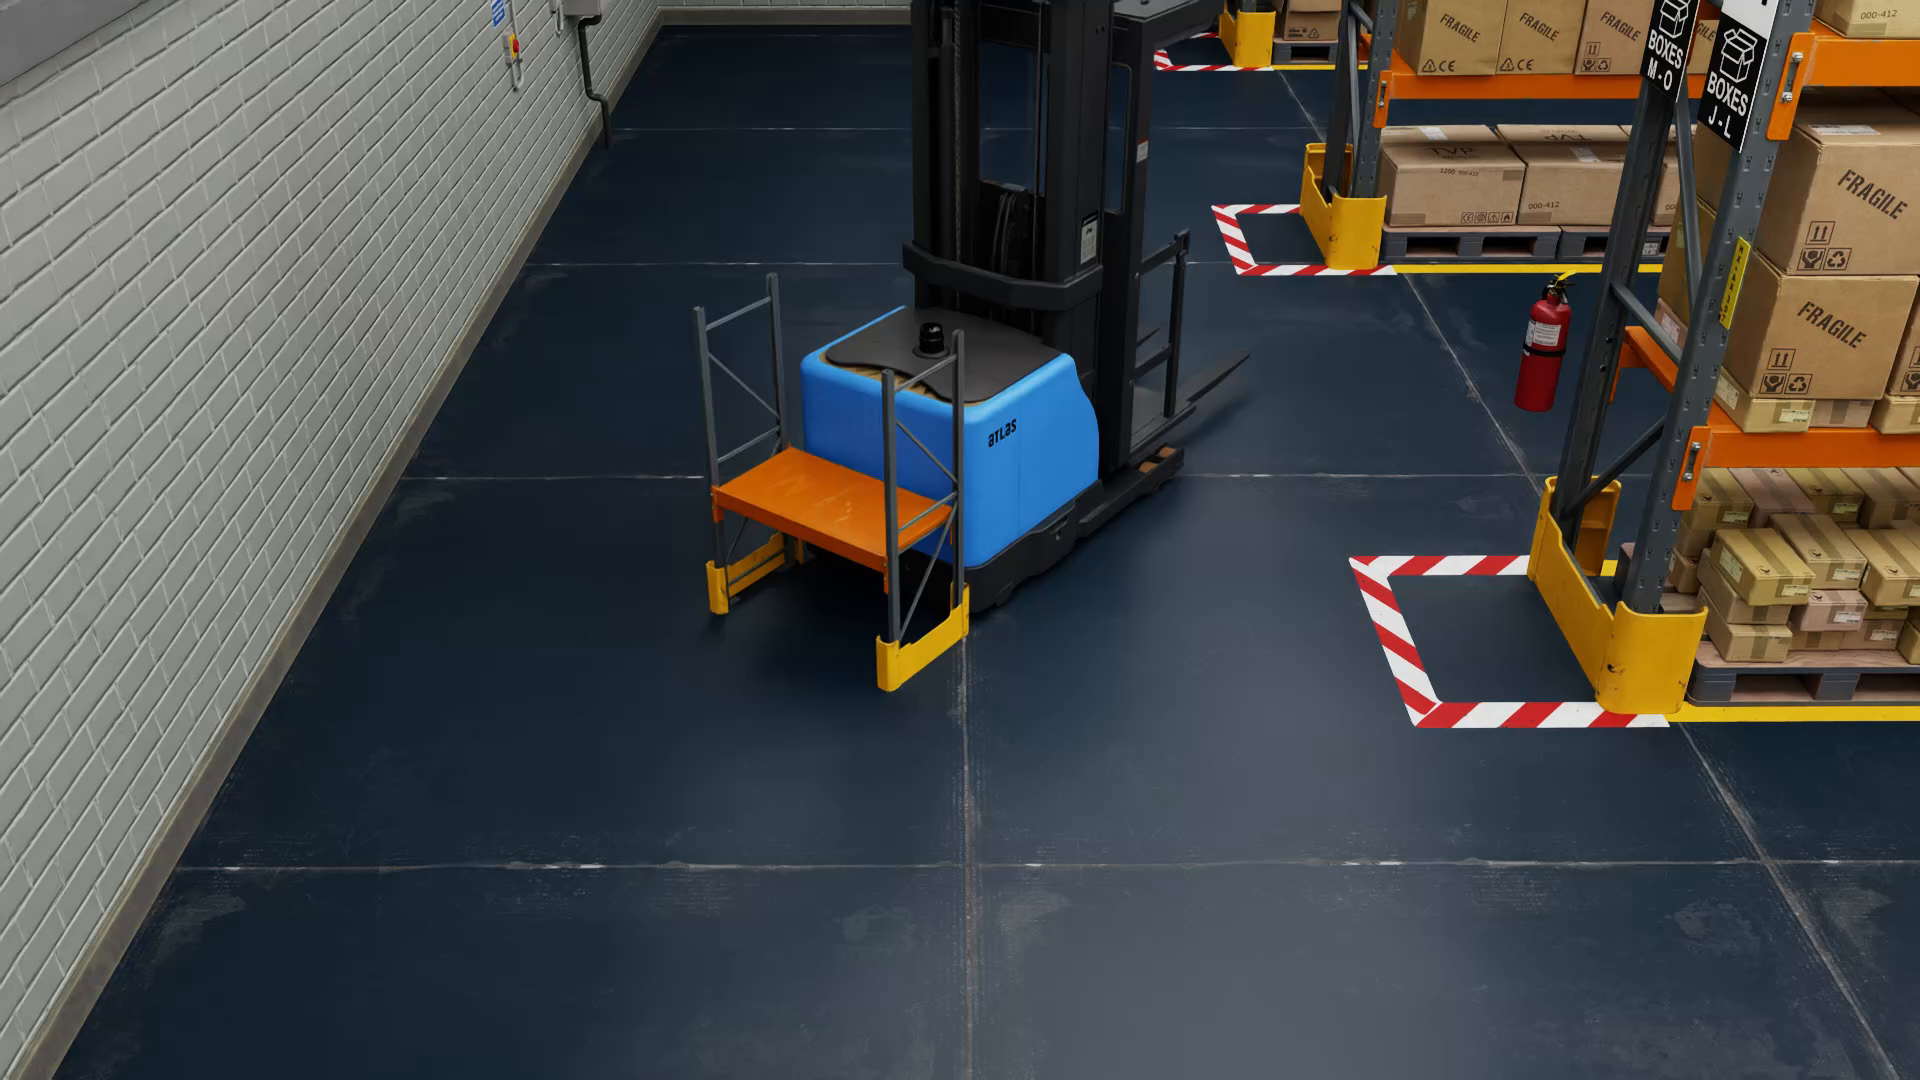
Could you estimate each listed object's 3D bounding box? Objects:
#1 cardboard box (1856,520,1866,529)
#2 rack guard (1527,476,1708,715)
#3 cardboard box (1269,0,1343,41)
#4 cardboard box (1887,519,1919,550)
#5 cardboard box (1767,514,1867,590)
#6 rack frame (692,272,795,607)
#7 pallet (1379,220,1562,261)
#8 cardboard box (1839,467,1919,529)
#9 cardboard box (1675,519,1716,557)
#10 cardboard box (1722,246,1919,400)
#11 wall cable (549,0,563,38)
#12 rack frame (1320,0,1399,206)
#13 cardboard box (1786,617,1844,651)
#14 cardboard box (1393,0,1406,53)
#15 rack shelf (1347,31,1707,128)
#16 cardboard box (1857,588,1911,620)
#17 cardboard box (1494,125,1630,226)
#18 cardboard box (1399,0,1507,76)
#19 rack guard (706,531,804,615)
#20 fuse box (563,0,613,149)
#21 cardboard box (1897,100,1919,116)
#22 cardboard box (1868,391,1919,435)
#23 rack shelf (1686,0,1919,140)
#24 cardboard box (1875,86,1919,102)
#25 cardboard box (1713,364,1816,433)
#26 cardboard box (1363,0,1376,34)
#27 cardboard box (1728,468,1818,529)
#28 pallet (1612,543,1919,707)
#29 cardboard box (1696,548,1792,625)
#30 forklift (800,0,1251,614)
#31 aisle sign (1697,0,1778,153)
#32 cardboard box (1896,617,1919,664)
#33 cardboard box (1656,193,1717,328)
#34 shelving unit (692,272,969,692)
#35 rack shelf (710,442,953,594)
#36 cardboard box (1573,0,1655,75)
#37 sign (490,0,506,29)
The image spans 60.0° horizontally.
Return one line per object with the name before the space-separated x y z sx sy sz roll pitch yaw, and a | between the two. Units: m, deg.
cardboard box | 4.135 -0.036 7.475 0.250 0.149 0.380 -1 31 -1
rack guard | 2.895 0.220 7.406 0.348 0.500 1.175 0 31 0
cardboard box | 3.267 -5.056 15.693 0.637 0.503 0.797 -1 31 -2
cardboard box | 4.121 0.070 7.013 0.250 0.149 0.380 -2 31 -3
cardboard box | 3.620 0.048 7.050 0.250 0.149 0.380 0 31 1
rack frame | -0.959 -0.424 7.503 0.032 1.500 0.500 21 37 31
pallet | 3.488 -2.267 11.783 1.213 0.211 1.003 0 31 0
cardboard box | 4.116 -0.202 7.462 0.250 0.149 0.380 -1 31 -2
cardboard box | 3.346 -0.086 7.557 0.250 0.149 0.380 -1 31 -2
cardboard box | 3.270 -0.877 6.420 0.500 0.500 0.500 1 31 2
wall cable | -2.970 -4.556 11.888 0.122 1.984 0.588 0 31 0
rack frame | 2.689 -3.416 10.988 0.127 3.000 1.000 0 31 0
cardboard box | 3.607 0.312 7.188 0.250 0.149 0.380 0 31 0
cardboard box | 3.169 -3.597 11.191 0.500 0.500 0.500 0 31 0
rack shelf | 4.689 -3.115 11.185 4.000 0.370 1.077 0 31 0
cardboard box | 3.863 0.177 7.124 0.250 0.149 0.380 0 31 0
cardboard box | 4.263 -2.561 11.645 0.875 0.438 0.875 1 31 1
cardboard box | 3.170 -3.311 10.719 0.500 0.500 0.500 0 31 -1
rack guard | -0.958 0.110 7.827 0.087 0.250 0.587 21 37 31
fuse box | -2.817 -3.925 13.070 0.414 1.711 0.539 0 31 0
cardboard box | 3.775 -1.315 6.178 0.500 0.500 0.500 1 31 1
cardboard box | 3.669 -0.568 6.536 0.250 0.149 0.380 -1 31 -2
rack shelf | 4.819 -1.830 6.176 4.000 0.370 1.077 0 31 0
cardboard box | 3.782 -1.578 6.612 0.500 0.500 0.500 -1 31 -2
cardboard box | 3.145 -0.572 6.543 0.250 0.149 0.380 0 31 -1
cardboard box | 4.122 -5.037 15.665 0.500 0.500 0.700 1 31 2
cardboard box | 3.599 -0.168 7.405 0.250 0.149 0.380 0 31 1
pallet | 3.708 0.359 7.455 1.213 0.211 1.003 0 31 0
cardboard box | 3.345 0.195 7.094 0.250 0.149 0.380 1 31 2
forklift | 0.529 -1.629 8.110 1.130 2.935 3.031 21 37 30
aisle sign | 2.748 -1.804 5.826 0.004 0.787 0.394 0 31 0
cardboard box | 4.111 0.364 7.103 0.250 0.149 0.380 0 31 0
cardboard box | 3.267 -1.153 6.876 0.500 0.500 0.500 0 31 1
shelving unit | -0.559 -0.270 7.248 1.083 1.500 0.587 21 37 31
rack shelf | -0.551 -0.113 7.337 1.000 0.185 0.538 21 37 31
cardboard box | 4.185 -3.320 10.733 0.500 0.500 0.500 0 31 -1
sign | -3.011 -3.476 10.828 0.001 0.218 0.327 0 31 0
